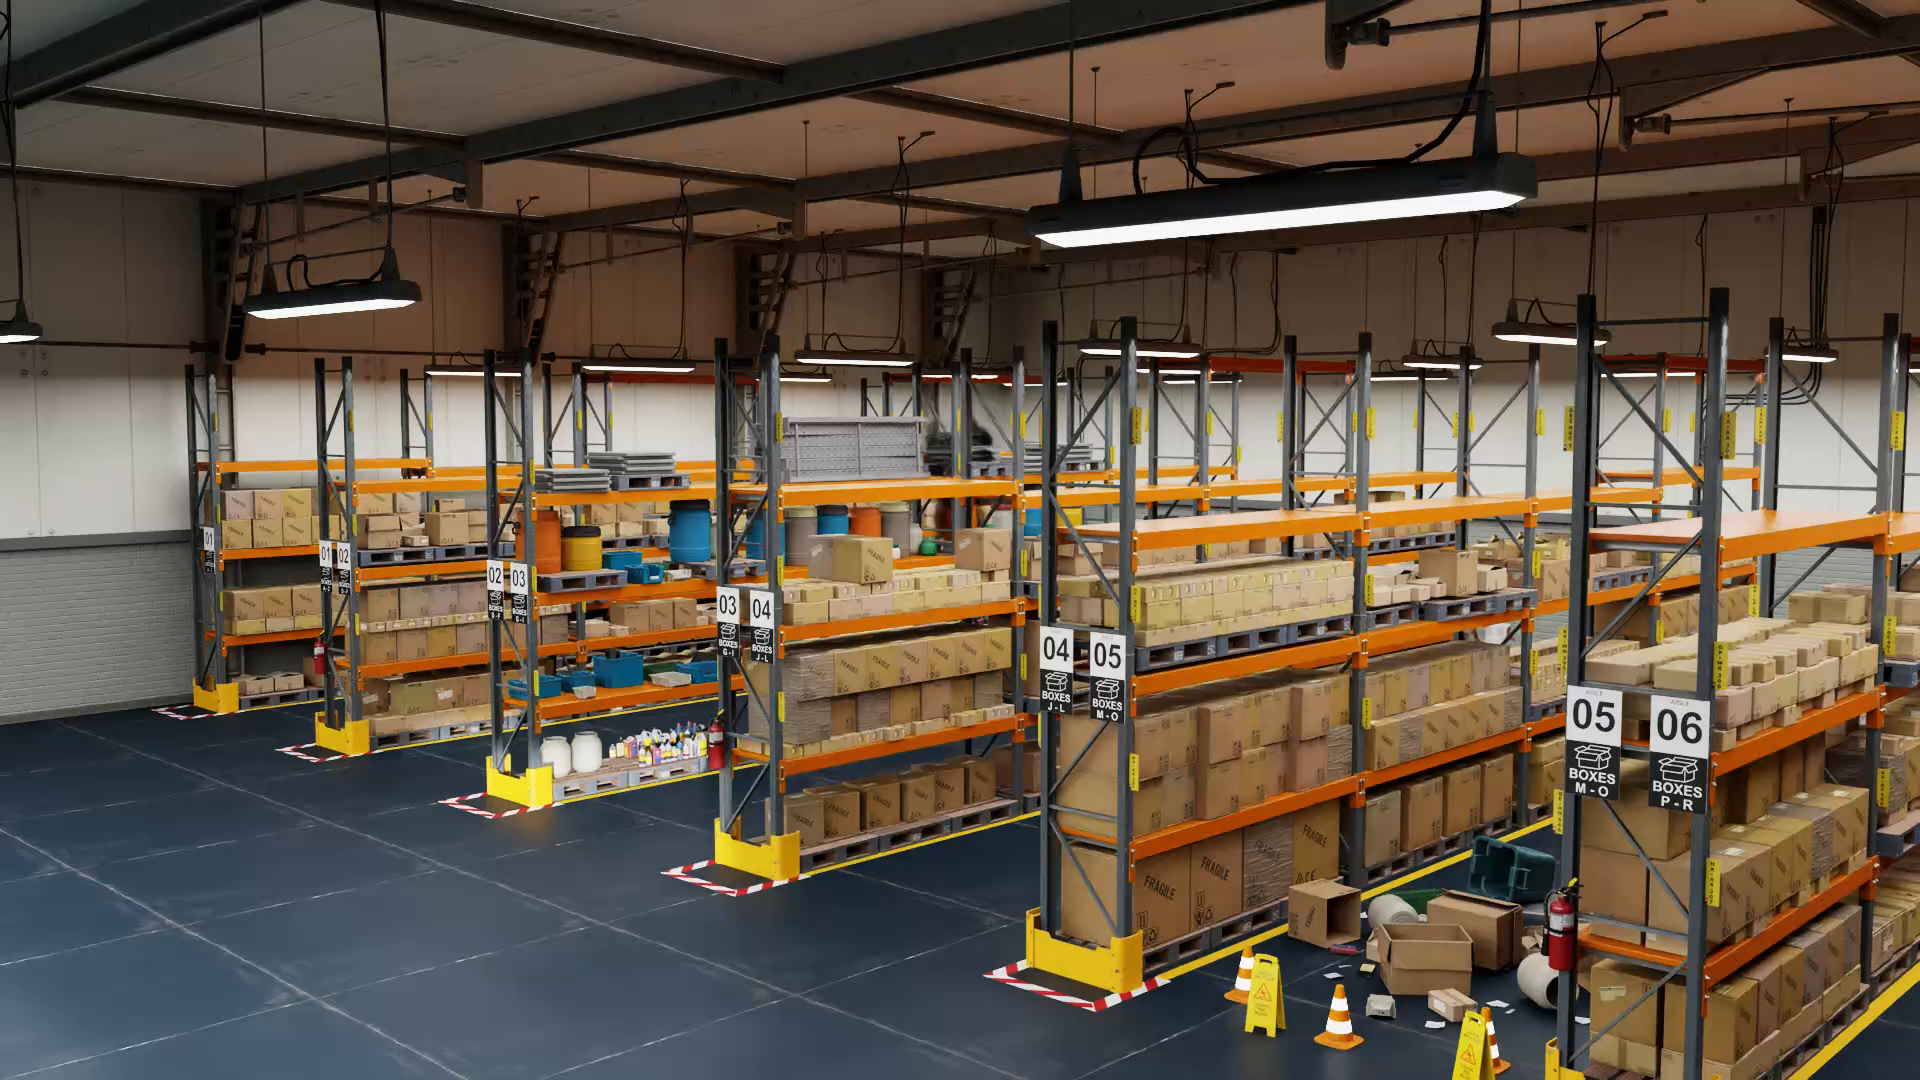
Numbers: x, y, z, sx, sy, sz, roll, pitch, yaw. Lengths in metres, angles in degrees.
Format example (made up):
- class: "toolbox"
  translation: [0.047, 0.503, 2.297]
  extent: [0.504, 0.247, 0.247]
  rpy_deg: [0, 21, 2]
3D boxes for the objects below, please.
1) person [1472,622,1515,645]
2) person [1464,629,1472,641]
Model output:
- class: "person"
  translation: [9.903, 1.952, 30.784]
  extent: [0.746, 1.766, 0.655]
  rpy_deg: [-2, 5, -26]
- class: "person"
  translation: [8.164, 2.227, 27.072]
  extent: [0.567, 1.711, 0.908]
  rpy_deg: [3, 5, 36]
